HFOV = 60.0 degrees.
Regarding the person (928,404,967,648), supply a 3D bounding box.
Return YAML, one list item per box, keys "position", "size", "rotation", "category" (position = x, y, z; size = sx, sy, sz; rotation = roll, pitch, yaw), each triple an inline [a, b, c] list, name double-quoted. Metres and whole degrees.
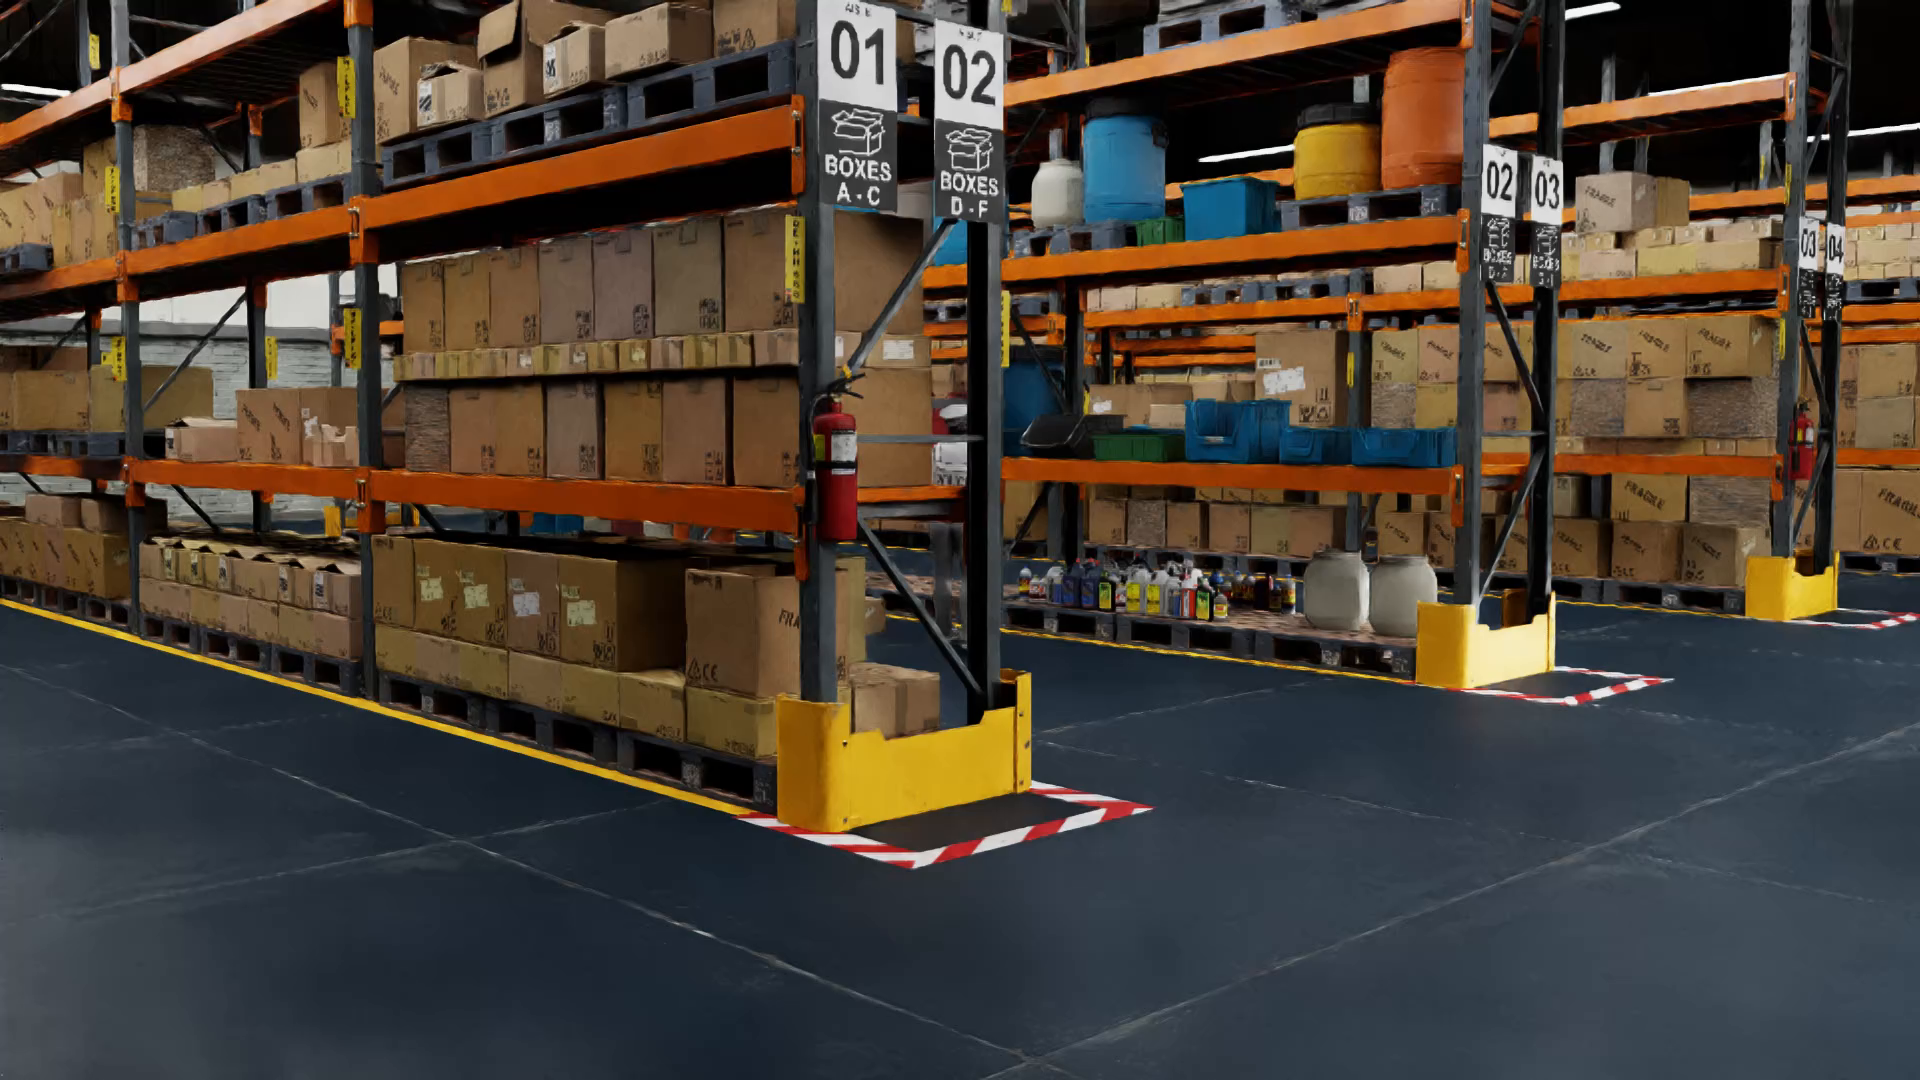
- position: [0.027, -0.095, 11.507]
  size: [0.520, 1.686, 0.488]
  rotation: [1, 4, 16]
  category: "person"
